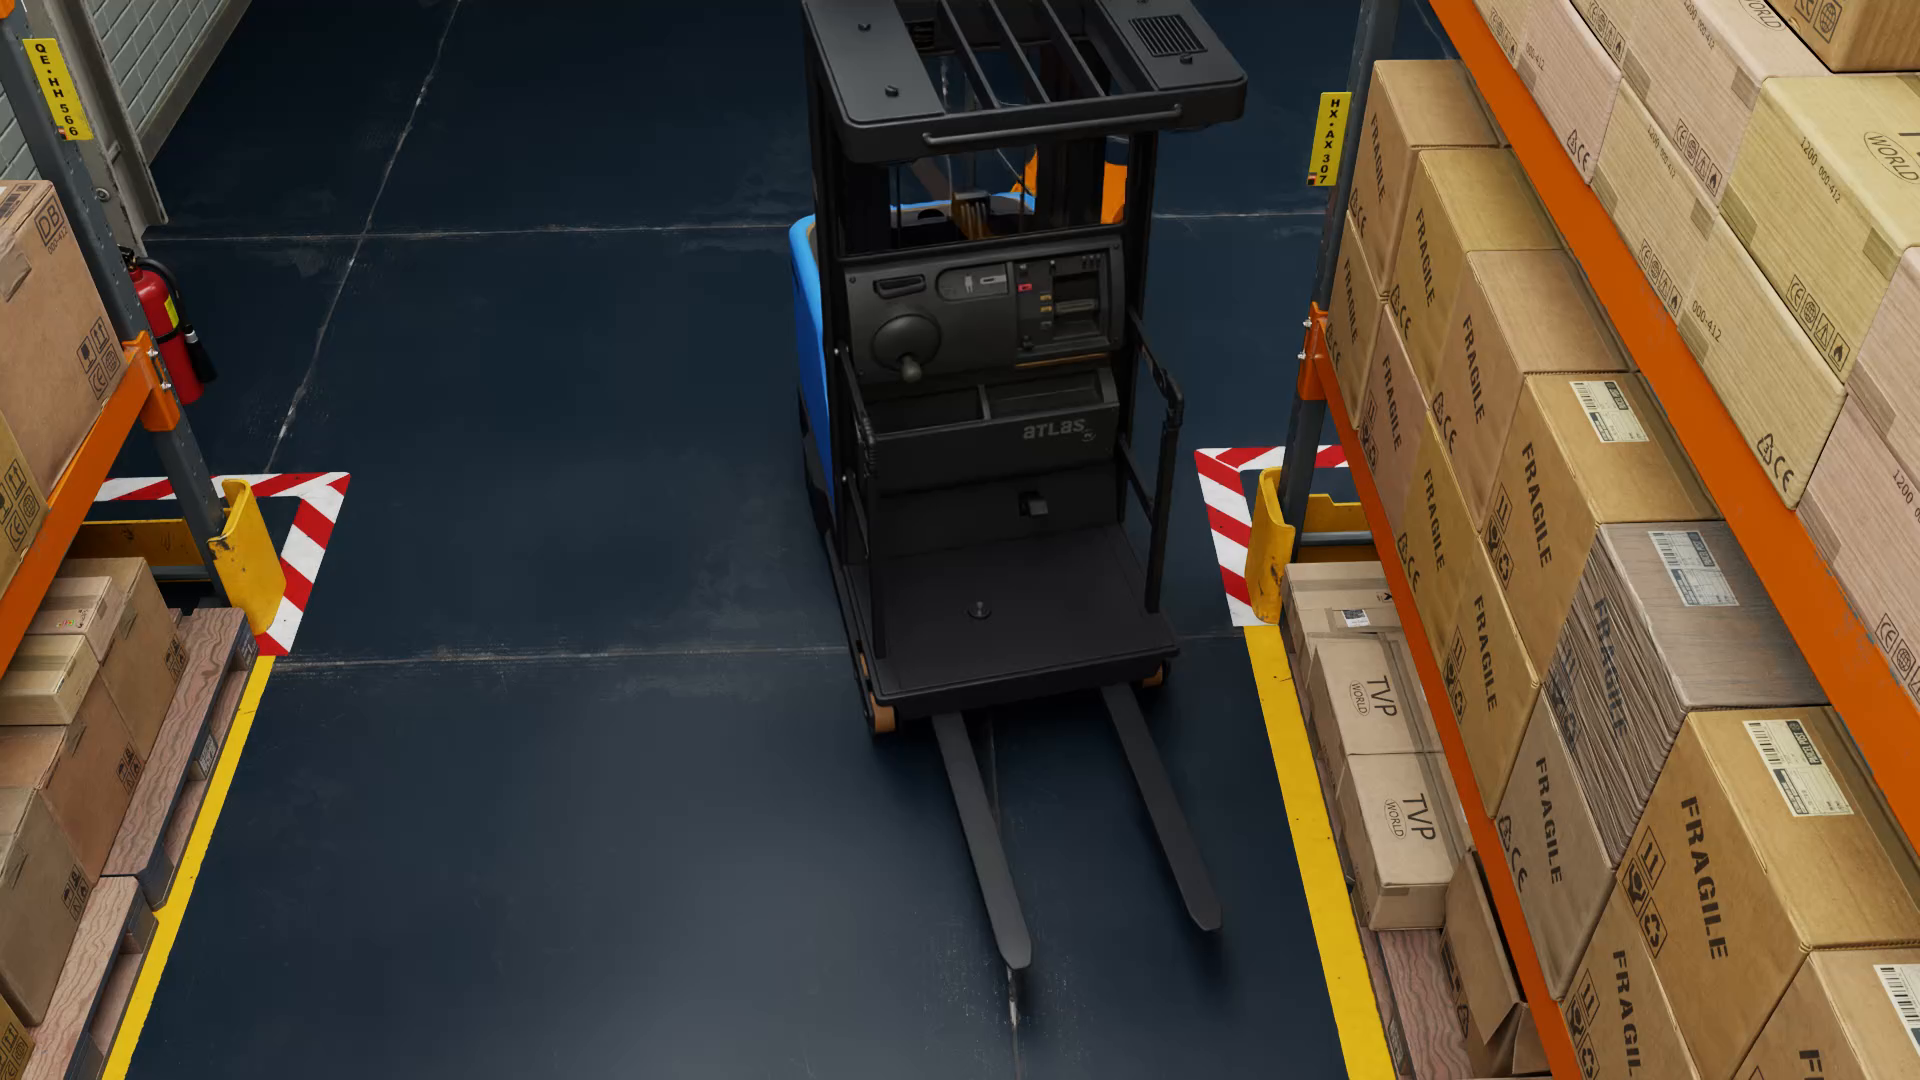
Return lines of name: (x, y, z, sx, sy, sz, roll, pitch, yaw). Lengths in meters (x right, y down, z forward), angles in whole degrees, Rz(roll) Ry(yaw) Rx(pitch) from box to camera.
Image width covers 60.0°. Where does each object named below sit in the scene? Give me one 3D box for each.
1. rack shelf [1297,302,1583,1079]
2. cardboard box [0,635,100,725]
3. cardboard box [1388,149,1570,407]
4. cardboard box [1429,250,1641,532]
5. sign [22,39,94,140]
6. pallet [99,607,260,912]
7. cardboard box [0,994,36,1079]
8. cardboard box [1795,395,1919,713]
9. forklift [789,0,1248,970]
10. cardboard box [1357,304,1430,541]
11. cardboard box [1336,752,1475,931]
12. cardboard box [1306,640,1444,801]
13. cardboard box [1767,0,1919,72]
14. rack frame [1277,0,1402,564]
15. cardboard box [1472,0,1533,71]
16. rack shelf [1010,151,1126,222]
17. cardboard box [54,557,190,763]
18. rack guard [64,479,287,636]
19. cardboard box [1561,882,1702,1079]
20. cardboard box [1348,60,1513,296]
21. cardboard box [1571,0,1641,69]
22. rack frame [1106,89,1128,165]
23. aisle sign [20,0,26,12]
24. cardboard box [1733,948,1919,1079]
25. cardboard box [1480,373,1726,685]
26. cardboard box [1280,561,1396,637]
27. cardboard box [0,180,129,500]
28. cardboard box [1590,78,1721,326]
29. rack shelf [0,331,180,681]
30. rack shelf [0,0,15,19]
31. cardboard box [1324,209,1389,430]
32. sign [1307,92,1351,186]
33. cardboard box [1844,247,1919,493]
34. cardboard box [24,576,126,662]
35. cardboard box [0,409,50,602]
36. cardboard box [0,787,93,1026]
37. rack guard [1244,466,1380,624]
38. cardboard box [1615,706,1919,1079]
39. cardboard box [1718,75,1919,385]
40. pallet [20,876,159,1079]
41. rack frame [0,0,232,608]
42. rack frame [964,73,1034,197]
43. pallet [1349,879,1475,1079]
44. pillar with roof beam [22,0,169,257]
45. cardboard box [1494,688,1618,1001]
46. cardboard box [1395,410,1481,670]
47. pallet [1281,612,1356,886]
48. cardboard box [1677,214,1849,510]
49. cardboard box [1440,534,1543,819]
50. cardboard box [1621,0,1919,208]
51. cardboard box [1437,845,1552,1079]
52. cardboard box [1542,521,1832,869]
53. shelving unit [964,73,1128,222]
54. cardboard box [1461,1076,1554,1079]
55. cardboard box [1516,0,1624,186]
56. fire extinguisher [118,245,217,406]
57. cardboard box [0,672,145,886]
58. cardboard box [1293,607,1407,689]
rack shelf: (1.800, 0.650, 4.353, 1.077, 0.370, 4.000, -2, 43, -2)
cardboard box: (-2.906, 0.431, 5.119, 0.380, 0.149, 0.250, -1, 43, -1)
cardboard box: (1.500, -0.711, 4.492, 0.500, 0.500, 0.500, -1, 43, -1)
cardboard box: (1.516, -0.373, 4.123, 0.500, 0.500, 0.500, -1, 43, -1)
sign: (-2.692, -1.341, 4.961, 0.100, 0.325, 0.005, -2, 43, -2)
pallet: (-3.122, 0.745, 5.781, 1.003, 0.211, 1.213, -2, 43, -2)
cardboard box: (-3.031, 1.453, 4.484, 0.700, 0.500, 0.500, -1, 43, -1)
cardboard box: (1.588, 0.026, 2.393, 0.500, 0.250, 0.500, -2, 43, -2)
forklift: (0.141, -0.669, 5.310, 1.130, 2.935, 3.031, -9, 43, -10)
cardboard box: (1.497, -0.347, 4.834, 0.500, 0.500, 0.500, -2, 43, -2)
cardboard box: (1.497, 0.937, 5.218, 0.500, 0.250, 0.500, -2, 43, -2)
cardboard box: (1.476, 0.599, 5.586, 0.500, 0.250, 0.500, -2, 43, -2)
cardboard box: (1.746, -1.115, 2.713, 0.700, 0.500, 0.500, -2, 43, -2)
rack frame: (1.715, -0.965, 5.583, 1.000, 3.000, 0.127, -2, 43, -2)
cardboard box: (1.491, -1.324, 3.865, 0.500, 0.250, 0.500, -2, 43, -2)
rack shelf: (0.434, -1.413, 7.447, 0.538, 0.185, 1.000, 14, 44, 15)
cardboard box: (-3.105, 0.416, 5.616, 0.700, 0.500, 0.500, -2, 43, -2)
rack guard: (-3.235, 0.085, 6.288, 1.175, 0.500, 0.348, -2, 43, -2)
cardboard box: (1.584, 1.020, 3.343, 0.500, 0.500, 0.500, -1, 43, -1)
cardboard box: (1.470, -1.063, 4.876, 0.500, 0.500, 0.500, 0, 43, 0)
cardboard box: (1.518, -1.171, 3.328, 0.500, 0.250, 0.500, -2, 43, -2)
rack frame: (0.613, -1.867, 7.677, 0.500, 1.500, 0.032, 14, 44, 15)
aisle sign: (-2.938, -1.836, 4.609, 0.394, 0.787, 0.004, -2, 43, -2)
cardboard box: (1.605, 0.996, 2.630, 0.500, 0.500, 0.500, -1, 43, -2)
cardboard box: (1.539, -0.030, 3.749, 0.500, 0.500, 0.500, -2, 43, -2)
cardboard box: (1.389, 0.216, 6.079, 0.380, 0.149, 0.250, -2, 43, -2)
cardboard box: (-3.203, -0.587, 4.949, 0.980, 0.700, 0.700, 0, 43, 0)
cardboard box: (1.541, -0.649, 3.129, 0.500, 0.250, 0.500, -2, 43, -2)
rack shelf: (-3.149, 0.795, 4.195, 1.077, 0.370, 4.000, -2, 43, -2)
rack shelf: (-3.149, -0.311, 3.182, 1.077, 0.370, 4.000, -2, 43, -2)
cardboard box: (1.470, -0.695, 5.214, 0.500, 0.500, 0.500, -1, 43, -1)
sign: (1.173, -1.269, 5.273, 0.100, 0.325, 0.005, -2, 43, -2)
cardboard box: (1.575, -0.158, 2.223, 0.500, 0.250, 0.500, -2, 43, -2)
cardboard box: (-2.917, 0.258, 5.307, 0.380, 0.149, 0.250, -2, 43, -2)
cardboard box: (-3.161, -0.096, 4.413, 0.980, 0.700, 0.700, -2, 43, -2)
cardboard box: (-3.061, 1.093, 4.877, 0.700, 0.500, 0.500, -3, 43, -3)
rack guard: (1.718, 0.008, 6.372, 1.175, 0.500, 0.348, -2, 43, -2)
cardboard box: (1.580, 0.650, 3.007, 0.500, 0.500, 0.500, -2, 43, -3)
cardboard box: (1.556, -0.495, 2.592, 0.500, 0.250, 0.500, -2, 43, -2)
pallet: (-3.073, 1.567, 4.885, 1.003, 0.211, 1.213, -2, 43, -2)
rack frame: (-3.234, -0.820, 5.425, 1.000, 3.000, 0.127, -2, 43, -2)
rack frame: (0.254, -1.224, 6.975, 0.500, 1.500, 0.032, 14, 44, 15)
pallet: (1.802, 1.474, 4.986, 1.003, 0.211, 1.213, -2, 43, -2)
pillar with roof beam: (0.088, -4.953, 5.494, 9.100, 9.000, 0.400, -2, 43, -2)
cardboard box: (1.560, 0.674, 3.721, 0.500, 0.500, 0.500, -1, 43, -1)
cardboard box: (1.516, -0.008, 4.465, 0.500, 0.500, 0.500, -2, 43, -2)
pallet: (1.753, 0.652, 5.882, 1.003, 0.211, 1.213, -2, 43, -2)
cardboard box: (1.558, -0.311, 2.761, 0.500, 0.250, 0.500, -2, 43, -2)
cardboard box: (1.535, 0.330, 4.096, 0.500, 0.500, 0.500, -1, 43, -1)
cardboard box: (1.535, -0.833, 2.960, 0.500, 0.250, 0.500, -2, 43, -2)
cardboard box: (1.800, 1.225, 4.715, 0.797, 0.503, 0.637, -2, 43, -2)
cardboard box: (1.559, 0.310, 3.378, 0.500, 0.500, 0.500, -1, 43, -1)
shelving unit: (0.437, -1.551, 7.332, 0.587, 1.500, 1.083, 14, 44, 15)
cardboard box: (1.545, 1.681, 4.360, 0.500, 0.311, 0.500, -2, 43, -2)
cardboard box: (1.514, -0.986, 3.497, 0.500, 0.250, 0.500, -2, 43, -2)
fire extinguisher: (-2.780, -0.770, 5.703, 0.296, 0.674, 0.183, -2, 43, -2)
cardboard box: (-3.083, 0.754, 5.247, 0.700, 0.500, 0.500, -2, 43, -2)
cardboard box: (1.400, 0.378, 5.888, 0.380, 0.166, 0.250, -2, 43, -2)
